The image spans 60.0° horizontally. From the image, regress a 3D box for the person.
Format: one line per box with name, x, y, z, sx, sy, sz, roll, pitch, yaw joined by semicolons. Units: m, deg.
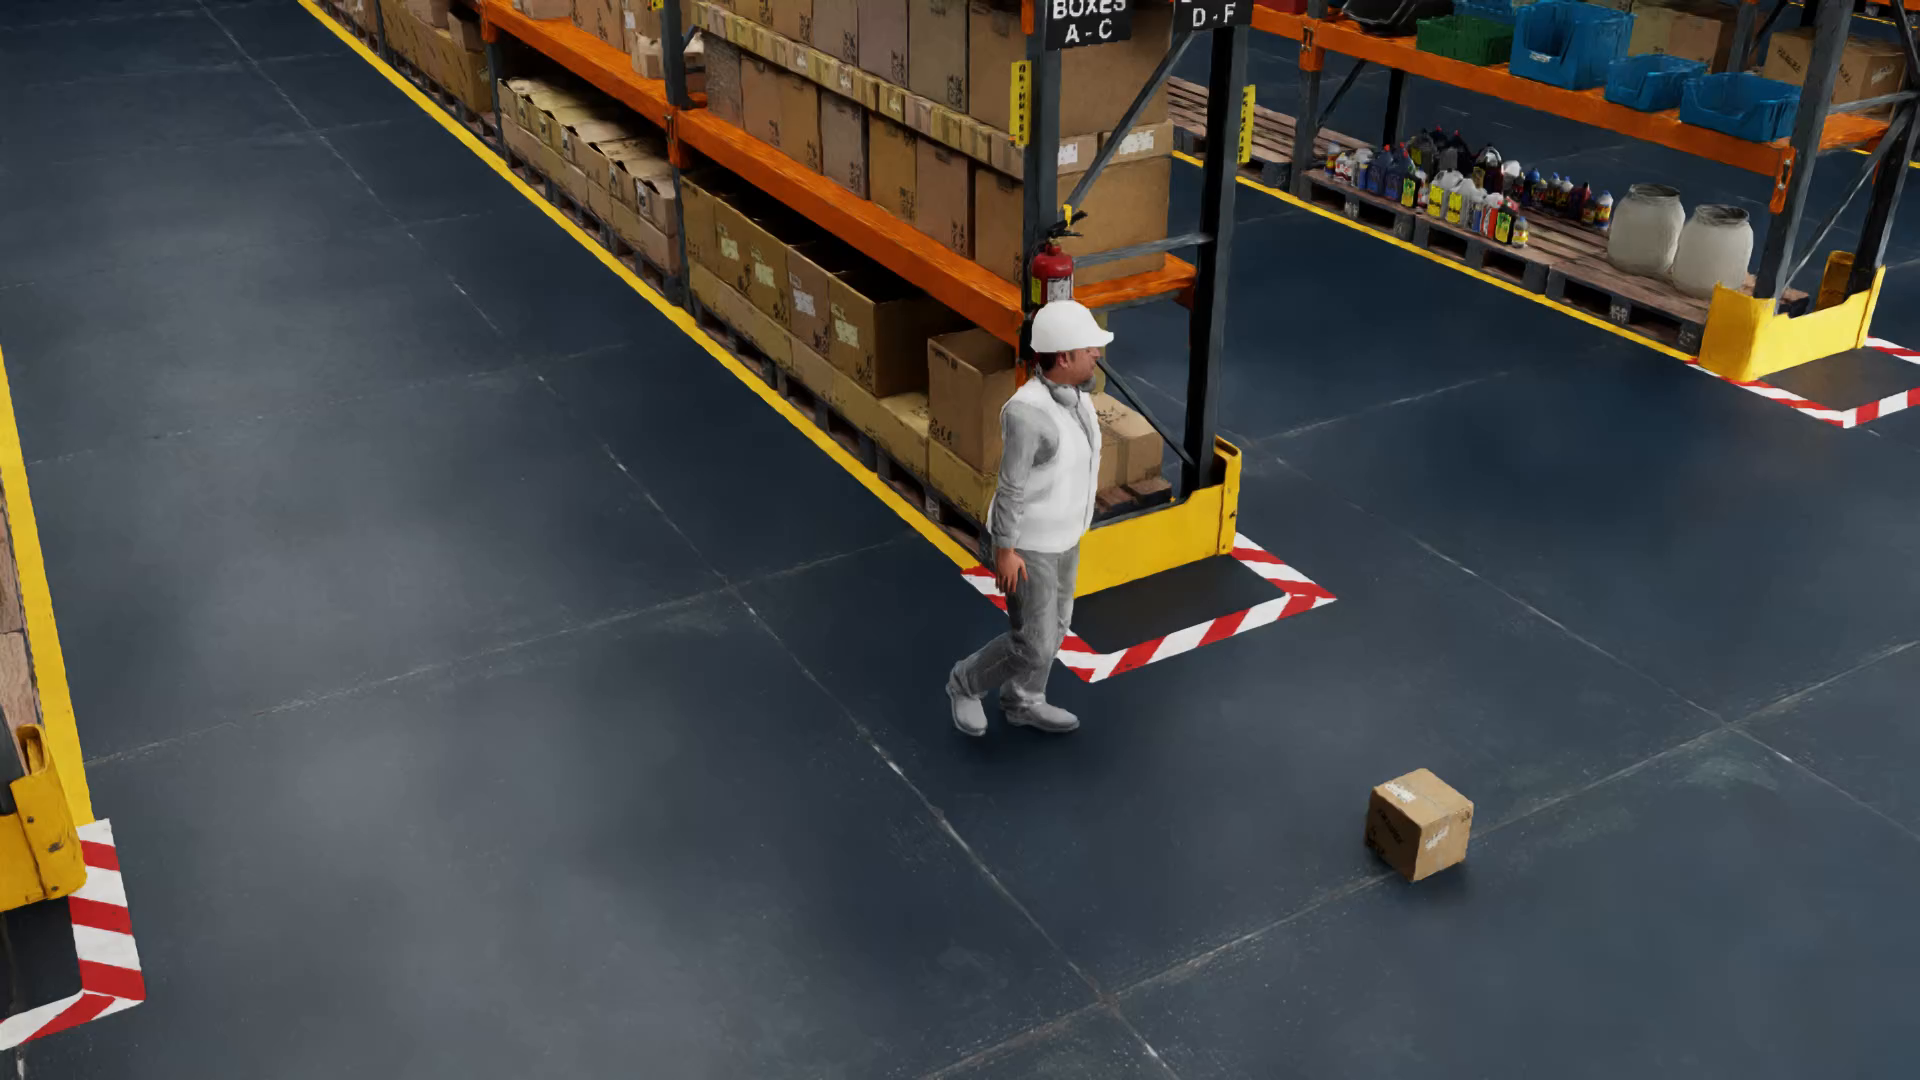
person;0.246;-0.051;6.187;0.558;1.766;0.586;13;31;22
